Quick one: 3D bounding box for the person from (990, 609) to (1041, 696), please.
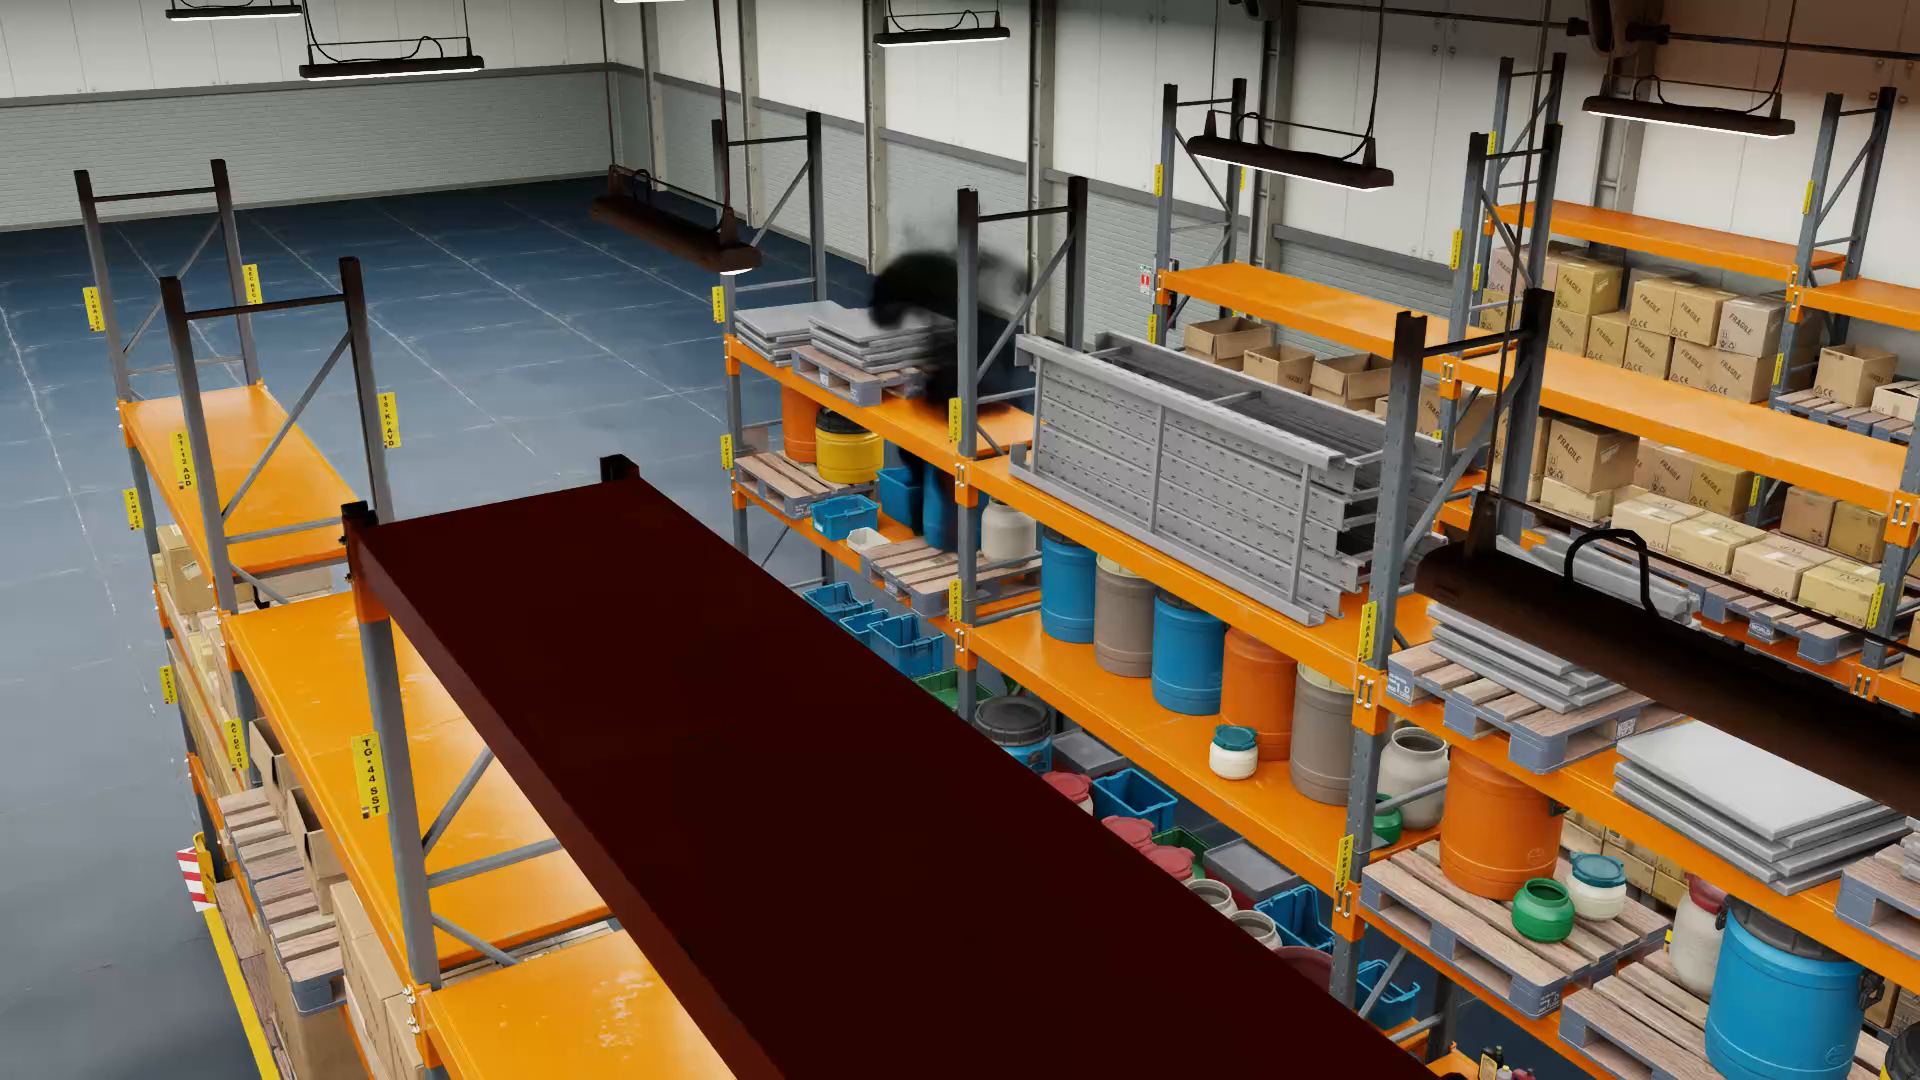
[{"bbox_3d":[0.451,0.909,15.993,0.638,1.836,0.678,-20,30,-41],"label":"person"}]
